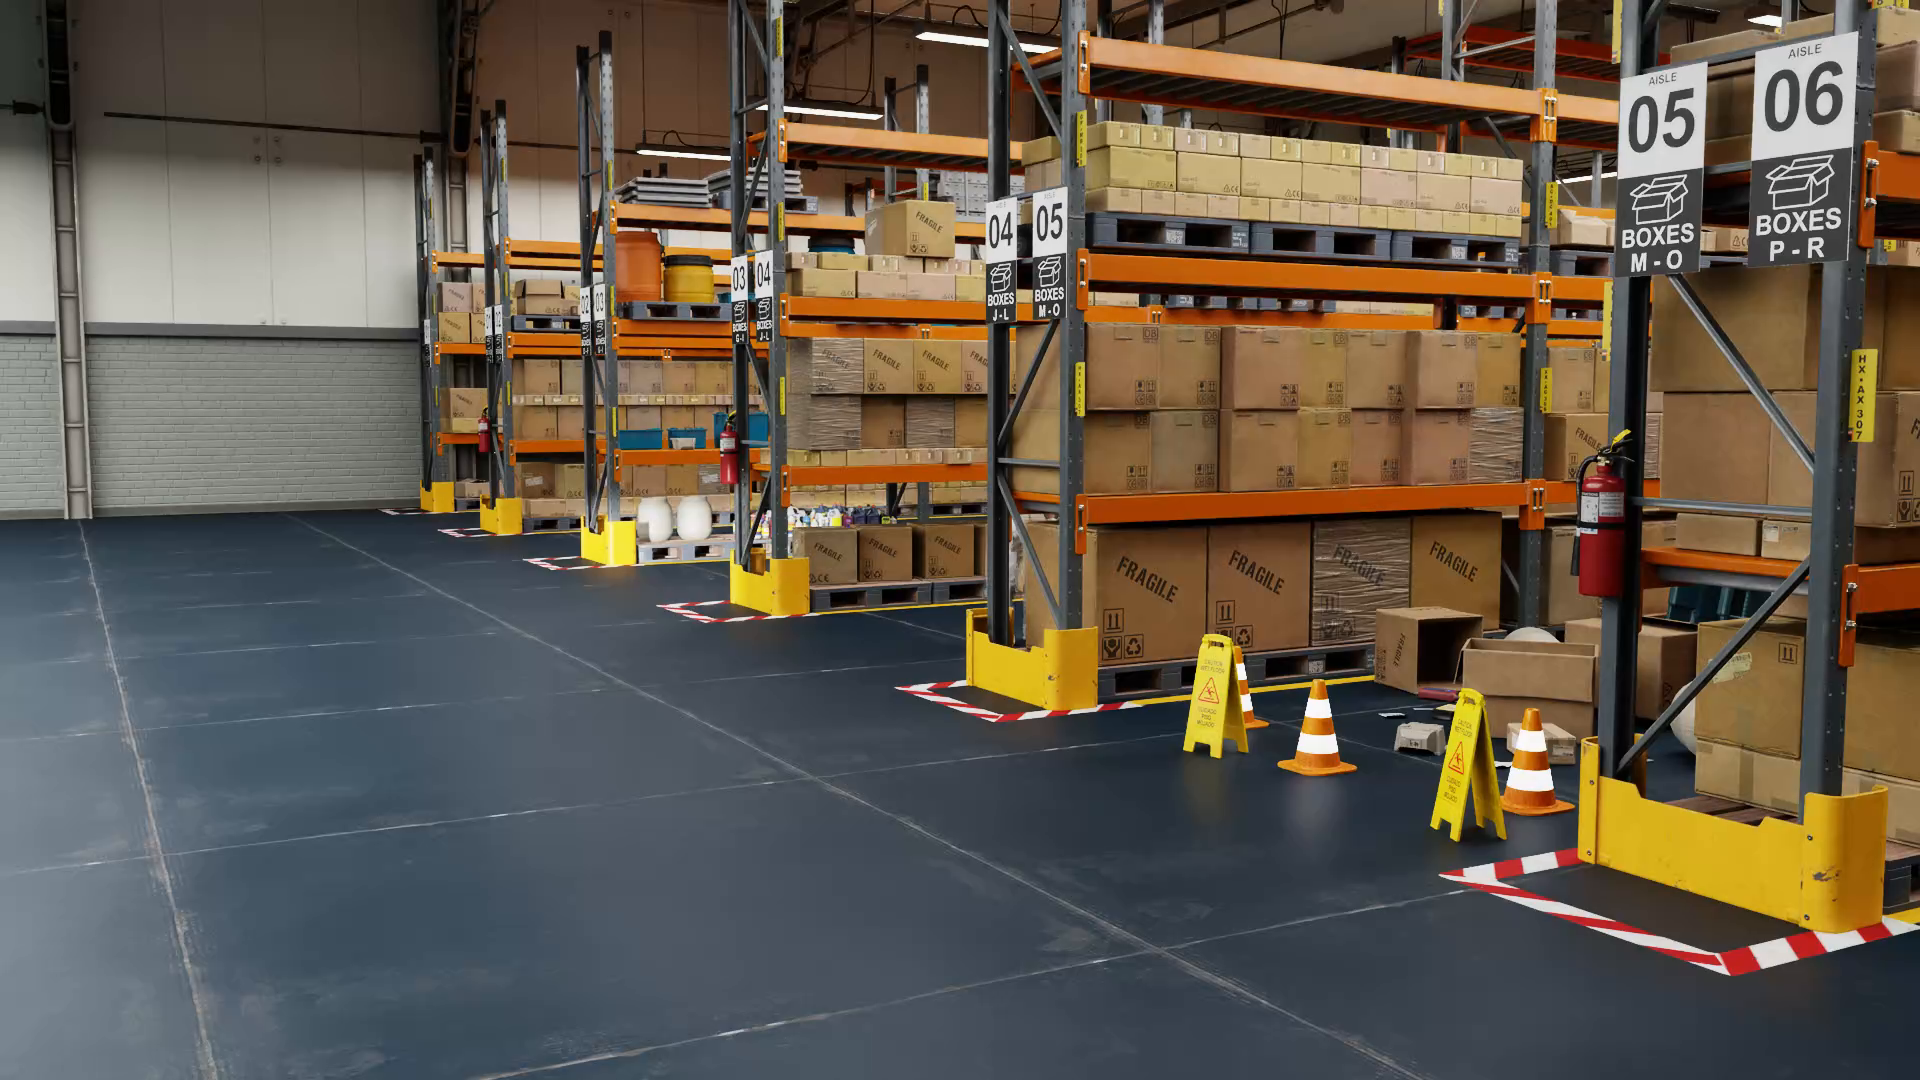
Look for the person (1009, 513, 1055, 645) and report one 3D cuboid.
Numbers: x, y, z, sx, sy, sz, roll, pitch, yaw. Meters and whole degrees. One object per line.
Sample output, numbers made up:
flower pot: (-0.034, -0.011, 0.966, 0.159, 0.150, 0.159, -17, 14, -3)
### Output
person: (0.491, -0.082, 13.042, 0.575, 1.781, 0.411, -3, 6, -30)
